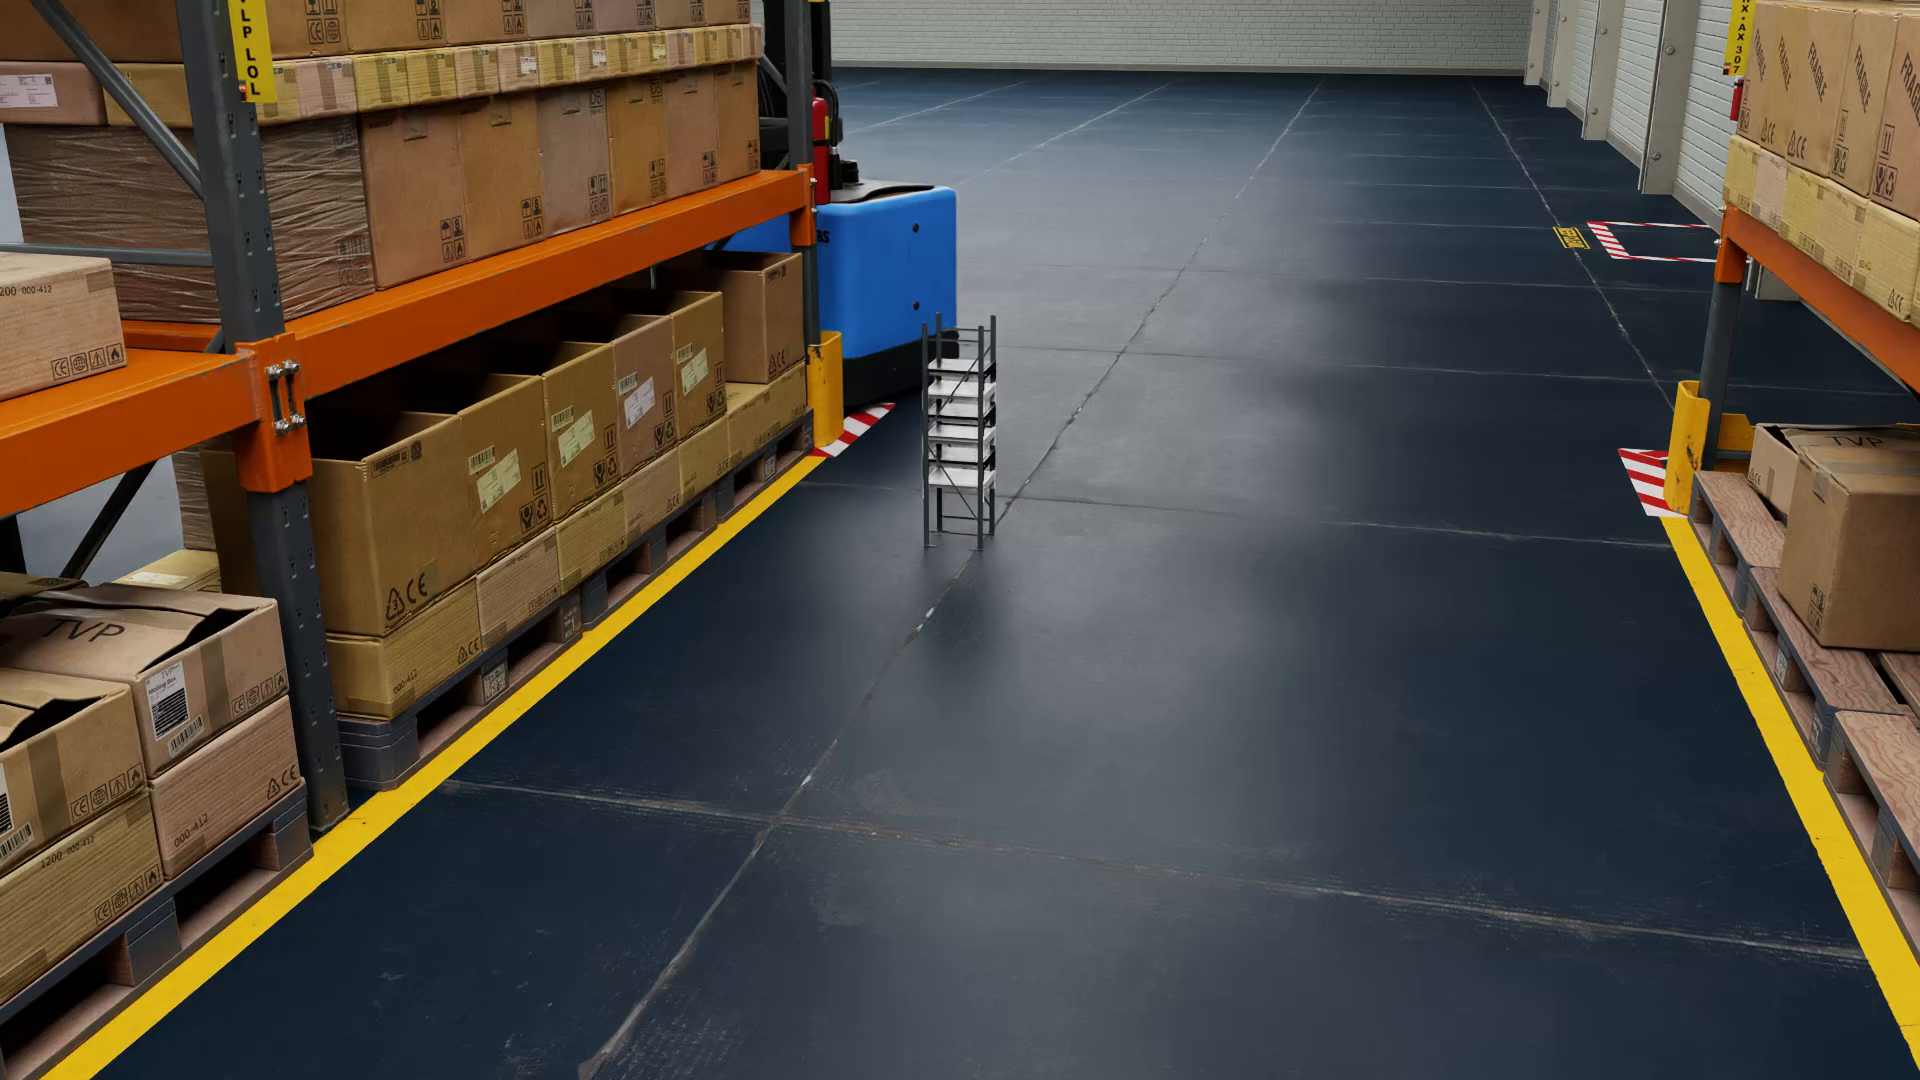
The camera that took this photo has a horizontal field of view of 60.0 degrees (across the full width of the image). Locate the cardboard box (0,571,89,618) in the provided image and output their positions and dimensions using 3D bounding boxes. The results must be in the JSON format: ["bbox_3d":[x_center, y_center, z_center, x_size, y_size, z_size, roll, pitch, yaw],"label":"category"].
[{"bbox_3d":[-2.495,0.251,4.049,0.500,0.311,0.500,5,19,14],"label":"cardboard box"}]

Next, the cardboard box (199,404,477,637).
[{"bbox_3d":[-1.736,-0.069,4.694,0.500,0.500,0.500,5,19,13],"label":"cardboard box"}]

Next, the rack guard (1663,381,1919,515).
[{"bbox_3d":[3.611,-0.353,6.948,1.175,0.500,0.348,5,19,13],"label":"rack guard"}]

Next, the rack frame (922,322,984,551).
[{"bbox_3d":[-0.027,-0.391,6.441,0.240,0.900,0.006,5,19,13],"label":"rack frame"}]

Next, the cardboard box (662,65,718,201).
[{"bbox_3d":[-1.425,-1.687,6.831,0.700,0.500,0.500,5,20,15],"label":"cardboard box"}]

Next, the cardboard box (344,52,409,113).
[{"bbox_3d":[-1.776,-1.279,4.634,0.380,0.149,0.250,4,19,12],"label":"cardboard box"}]

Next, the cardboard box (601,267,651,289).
[{"bbox_3d":[-1.642,-0.895,7.111,0.500,0.500,0.500,5,19,13],"label":"cardboard box"}]

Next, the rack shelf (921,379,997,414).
[{"bbox_3d":[-0.002,-0.562,6.487,0.258,0.077,0.200,5,19,13],"label":"rack shelf"}]

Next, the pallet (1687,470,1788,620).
[{"bbox_3d":[3.378,0.035,6.257,1.003,0.211,1.213,5,19,13],"label":"pallet"}]

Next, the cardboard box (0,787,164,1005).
[{"bbox_3d":[-2.098,0.718,3.550,0.500,0.250,0.500,4,19,13],"label":"cardboard box"}]

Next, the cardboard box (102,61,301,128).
[{"bbox_3d":[-1.899,-1.119,4.166,0.380,0.149,0.250,5,19,13],"label":"cardboard box"}]

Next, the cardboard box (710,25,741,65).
[{"bbox_3d":[-1.146,-2.087,6.999,0.380,0.149,0.250,5,20,15],"label":"cardboard box"}]

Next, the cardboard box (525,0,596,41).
[{"bbox_3d":[-1.682,-1.969,5.649,0.700,0.500,0.500,5,19,13],"label":"cardboard box"}]

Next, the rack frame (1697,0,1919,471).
[{"bbox_3d":[3.629,-1.560,6.614,1.000,3.000,0.127,5,19,13],"label":"rack frame"}]

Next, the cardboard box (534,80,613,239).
[{"bbox_3d":[-1.677,-1.366,5.893,0.700,0.500,0.500,5,20,15],"label":"cardboard box"}]

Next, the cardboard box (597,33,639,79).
[{"bbox_3d":[-1.399,-1.763,6.051,0.380,0.149,0.250,5,20,15],"label":"cardboard box"}]

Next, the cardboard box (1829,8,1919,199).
[{"bbox_3d":[2.844,-1.249,4.745,0.500,0.500,0.500,5,20,15],"label":"cardboard box"}]

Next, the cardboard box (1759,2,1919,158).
[{"bbox_3d":[3.091,-1.573,5.694,0.500,0.500,0.500,5,19,14],"label":"cardboard box"}]

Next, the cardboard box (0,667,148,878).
[{"bbox_3d":[-2.094,0.454,3.454,0.500,0.311,0.500,5,20,15],"label":"cardboard box"}]

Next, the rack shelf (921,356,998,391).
[{"bbox_3d":[-0.002,-0.647,6.458,0.258,0.077,0.200,5,19,13],"label":"rack shelf"}]

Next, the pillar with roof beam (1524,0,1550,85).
[{"bbox_3d":[7.452,-13.854,33.326,9.100,9.000,0.400,5,19,13],"label":"pillar with roof beam"}]

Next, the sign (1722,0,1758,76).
[{"bbox_3d":[3.103,-2.012,6.599,0.100,0.325,0.005,5,19,13],"label":"sign"}]

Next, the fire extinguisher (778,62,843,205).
[{"bbox_3d":[-0.696,-1.914,7.769,0.296,0.674,0.183,5,19,13],"label":"fire extinguisher"}]

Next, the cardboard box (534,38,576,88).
[{"bbox_3d":[-1.524,-1.605,5.588,0.380,0.149,0.250,4,19,13],"label":"cardboard box"}]

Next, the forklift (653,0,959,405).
[{"bbox_3d":[-1.513,-2.405,9.193,3.031,2.935,1.130,12,22,32],"label":"forklift"}]

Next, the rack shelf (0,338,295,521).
[{"bbox_3d":[-2.641,0.271,2.366,1.077,0.370,4.000,5,19,13],"label":"rack shelf"}]

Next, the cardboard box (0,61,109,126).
[{"bbox_3d":[-2.294,-1.153,4.263,0.380,0.149,0.250,5,19,13],"label":"cardboard box"}]

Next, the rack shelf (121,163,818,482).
[{"bbox_3d":[-1.664,-0.983,6.037,1.077,0.370,4.000,5,19,13],"label":"rack shelf"}]

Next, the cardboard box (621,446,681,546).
[{"bbox_3d":[-1.374,-0.185,6.193,0.500,0.250,0.500,5,19,13],"label":"cardboard box"}]

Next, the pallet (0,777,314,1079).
[{"bbox_3d":[-2.295,0.857,3.851,1.003,0.211,1.213,5,19,13],"label":"pallet"}]

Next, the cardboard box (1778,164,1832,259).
[{"bbox_3d":[2.959,-1.047,5.314,0.500,0.250,0.500,4,19,13],"label":"cardboard box"}]

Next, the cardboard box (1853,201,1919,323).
[{"bbox_3d":[2.712,-0.731,4.389,0.500,0.250,0.500,5,19,13],"label":"cardboard box"}]

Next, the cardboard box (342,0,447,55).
[{"bbox_3d":[-1.928,-1.655,4.732,0.700,0.500,0.500,5,19,13],"label":"cardboard box"}]

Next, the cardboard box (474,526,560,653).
[{"bbox_3d":[-1.618,0.129,5.275,0.500,0.250,0.500,5,19,13],"label":"cardboard box"}]

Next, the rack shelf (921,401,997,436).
[{"bbox_3d":[-0.002,-0.477,6.516,0.258,0.077,0.200,5,19,13],"label":"rack shelf"}]

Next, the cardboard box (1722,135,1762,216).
[{"bbox_3d":[3.202,-1.370,6.260,0.500,0.250,0.500,4,19,12],"label":"cardboard box"}]

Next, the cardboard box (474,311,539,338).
[{"bbox_3d":[-1.891,-0.582,6.194,0.500,0.500,0.500,5,19,13],"label":"cardboard box"}]

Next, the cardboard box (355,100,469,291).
[{"bbox_3d":[-1.928,-1.049,4.963,0.700,0.500,0.500,4,19,13],"label":"cardboard box"}]

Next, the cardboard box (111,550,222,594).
[{"bbox_3d":[-2.251,0.244,4.938,0.500,0.250,0.500,5,19,13],"label":"cardboard box"}]

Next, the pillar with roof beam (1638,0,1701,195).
[{"bbox_3d":[3.055,-8.212,16.809,9.100,9.000,0.400,5,19,13],"label":"pillar with roof beam"}]

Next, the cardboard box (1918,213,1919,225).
[{"bbox_3d":[2.584,-0.929,3.808,0.500,0.500,0.500,5,19,13],"label":"cardboard box"}]

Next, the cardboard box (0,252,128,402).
[{"bbox_3d":[-2.230,-0.467,3.647,0.500,0.250,0.500,6,20,17],"label":"cardboard box"}]

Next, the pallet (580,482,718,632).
[{"bbox_3d":[-1.621,-0.006,6.379,1.003,0.211,1.213,5,19,13],"label":"pallet"}]

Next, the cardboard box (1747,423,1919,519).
[{"bbox_3d":[3.373,-0.286,6.363,0.500,0.311,0.500,2,19,7],"label":"cardboard box"}]

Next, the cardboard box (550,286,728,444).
[{"bbox_3d":[-1.248,-0.696,6.529,0.500,0.500,0.500,5,19,13],"label":"cardboard box"}]

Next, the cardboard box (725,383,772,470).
[{"bbox_3d":[-1.130,-0.498,7.110,0.500,0.250,0.500,5,19,13],"label":"cardboard box"}]

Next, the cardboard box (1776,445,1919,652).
[{"bbox_3d":[3.006,0.029,5.148,0.700,0.500,0.500,3,19,10],"label":"cardboard box"}]

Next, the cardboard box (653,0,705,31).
[{"bbox_3d":[-1.438,-2.284,6.572,0.700,0.500,0.500,4,19,12],"label":"cardboard box"}]

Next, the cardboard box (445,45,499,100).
[{"bbox_3d":[-1.650,-1.440,5.104,0.380,0.149,0.250,4,19,12],"label":"cardboard box"}]

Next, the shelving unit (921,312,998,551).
[{"bbox_3d":[-0.002,-0.423,6.535,0.258,0.900,0.210,5,19,13],"label":"shelving unit"}]

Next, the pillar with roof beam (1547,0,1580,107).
[{"bbox_3d":[5.986,-11.973,27.820,9.100,9.000,0.400,5,19,13],"label":"pillar with roof beam"}]

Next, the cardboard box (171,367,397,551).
[{"bbox_3d":[-2.118,-0.267,5.273,0.500,0.500,0.500,5,19,13],"label":"cardboard box"}]

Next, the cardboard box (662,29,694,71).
[{"bbox_3d":[-1.272,-1.928,6.534,0.380,0.149,0.250,5,19,14],"label":"cardboard box"}]

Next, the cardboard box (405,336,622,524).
[{"bbox_3d":[-1.491,-0.383,5.611,0.500,0.500,0.500,5,19,13],"label":"cardboard box"}]
